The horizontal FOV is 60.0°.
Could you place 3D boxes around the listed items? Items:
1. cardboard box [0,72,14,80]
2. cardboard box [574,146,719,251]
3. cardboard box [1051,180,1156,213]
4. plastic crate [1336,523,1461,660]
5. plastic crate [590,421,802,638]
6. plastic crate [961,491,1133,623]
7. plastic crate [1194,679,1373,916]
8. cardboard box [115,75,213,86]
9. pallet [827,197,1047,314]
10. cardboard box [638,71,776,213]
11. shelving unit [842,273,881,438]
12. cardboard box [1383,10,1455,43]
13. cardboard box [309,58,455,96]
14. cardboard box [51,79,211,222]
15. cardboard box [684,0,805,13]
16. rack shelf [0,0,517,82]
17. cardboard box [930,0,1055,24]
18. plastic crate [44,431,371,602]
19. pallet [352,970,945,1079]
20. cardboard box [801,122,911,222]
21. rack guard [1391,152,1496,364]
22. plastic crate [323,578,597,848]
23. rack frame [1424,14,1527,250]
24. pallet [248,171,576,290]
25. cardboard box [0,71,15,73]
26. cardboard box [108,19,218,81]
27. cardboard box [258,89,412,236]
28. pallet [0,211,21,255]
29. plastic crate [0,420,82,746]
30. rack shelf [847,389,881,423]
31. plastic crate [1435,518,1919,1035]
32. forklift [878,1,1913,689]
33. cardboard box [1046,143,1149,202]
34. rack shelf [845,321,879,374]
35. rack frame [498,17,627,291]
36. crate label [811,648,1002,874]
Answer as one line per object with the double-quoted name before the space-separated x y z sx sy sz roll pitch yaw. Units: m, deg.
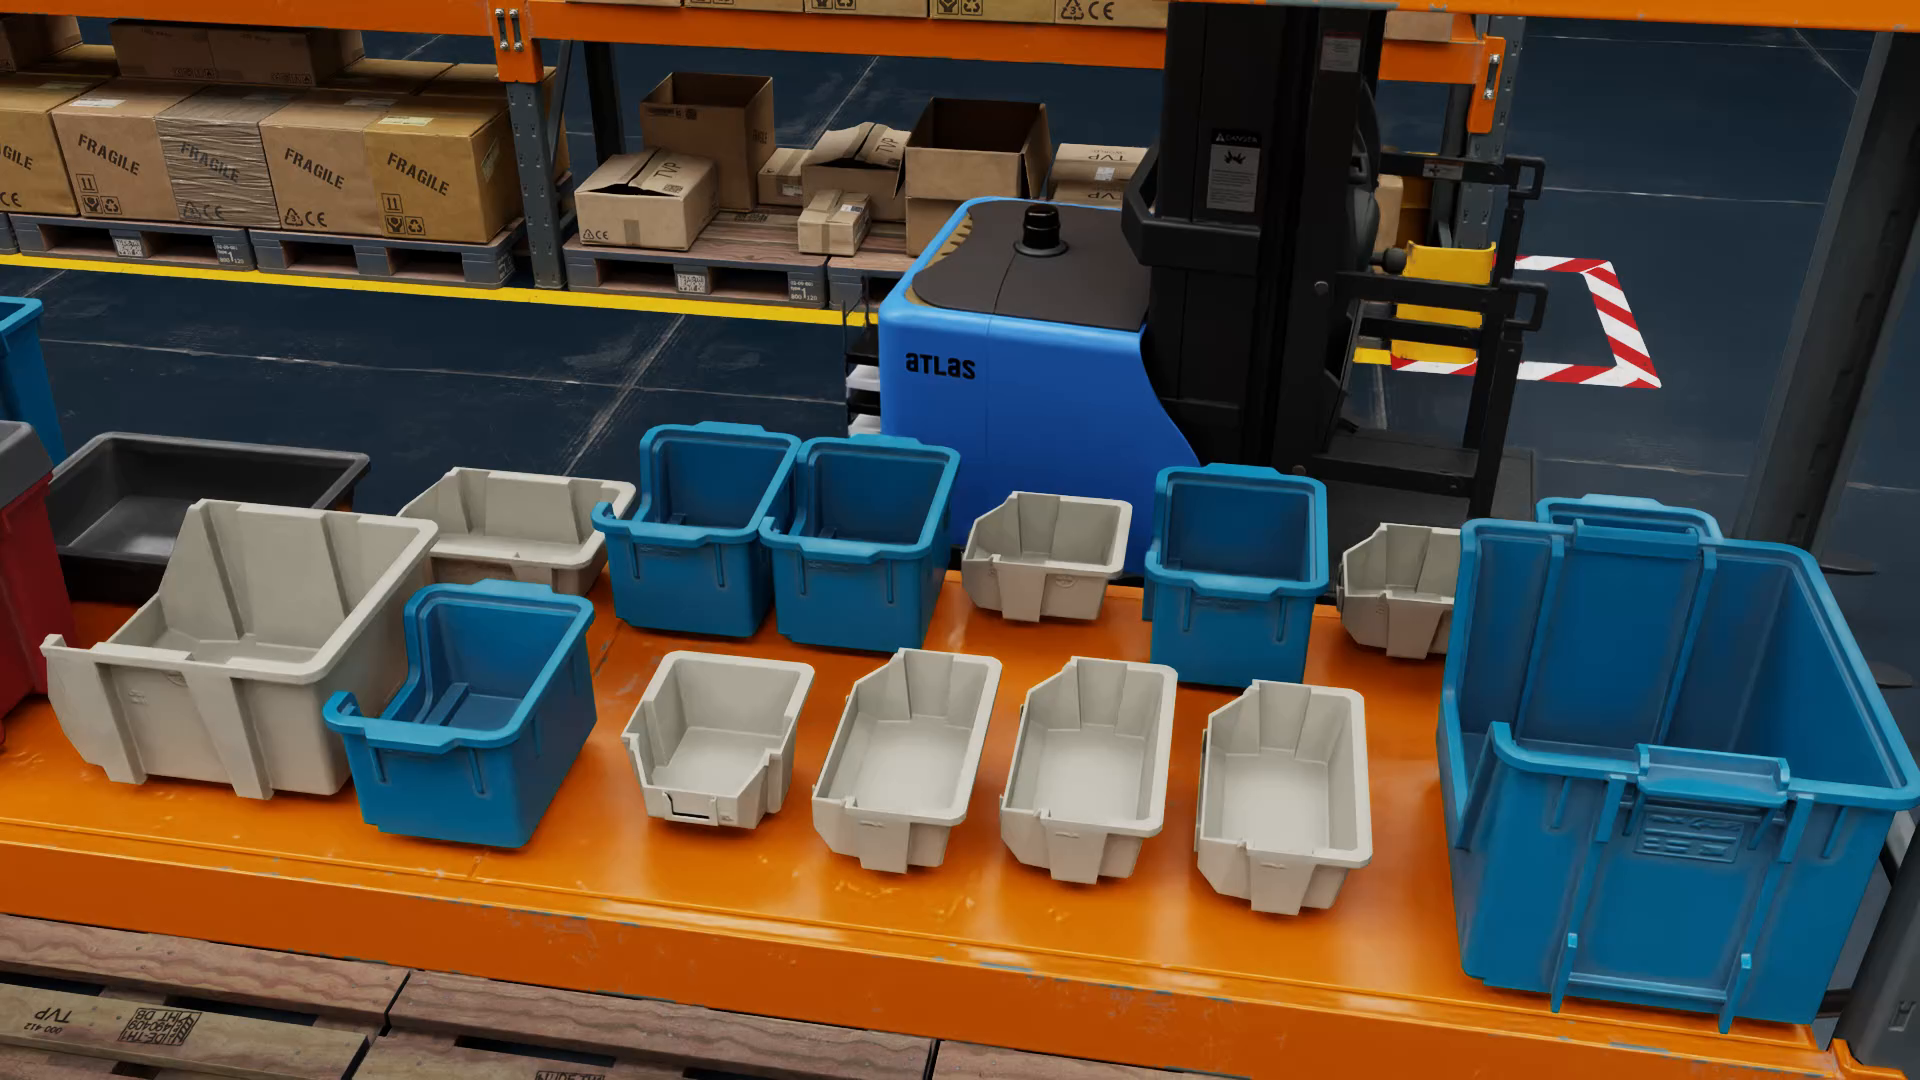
"cardboard box" -4.817 -1.919 7.930 0.500 0.500 0.500 4 32 6
"cardboard box" -1.414 -1.565 7.543 0.500 0.311 0.500 5 32 8
"cardboard box" 0.643 -1.353 7.262 0.500 0.250 0.500 5 32 8
"plastic crate" 0.824 0.098 2.958 0.298 0.136 0.250 5 32 8
"plastic crate" -0.467 -0.015 3.048 0.300 0.233 0.416 5 32 8
"plastic crate" 0.156 0.038 3.054 0.298 0.136 0.250 5 32 8
"plastic crate" 0.480 0.386 2.497 0.243 0.136 0.396 5 32 8
"cardboard box" -3.744 -2.102 8.223 0.500 0.500 0.500 4 32 6
"pallet" 0.092 -1.318 7.656 1.213 0.211 1.003 5 32 8
"cardboard box" -1.182 -1.894 7.889 0.500 0.500 0.500 5 32 8
"shelving unit" -0.240 -0.419 5.571 0.210 0.900 0.258 9 33 14
"cardboard box" 1.664 -2.252 6.427 0.500 0.500 0.500 6 33 10
"cardboard box" -2.755 -2.009 8.073 0.500 0.500 0.500 6 32 9
"cardboard box" -3.808 -1.828 7.785 0.500 0.500 0.500 4 32 7
"cardboard box" -0.829 -2.480 6.790 0.500 0.500 0.500 6 32 9
"rack shelf" -3.763 -2.543 7.663 4.000 0.370 1.077 5 32 8
"cardboard box" 0.165 -2.389 6.645 0.500 0.500 0.500 5 32 8
"plastic crate" -1.480 -0.028 3.171 0.590 0.125 0.437 5 32 8
"pallet" -0.691 1.256 3.544 1.213 0.211 1.003 5 32 8
"cardboard box" -0.443 -1.746 7.833 0.500 0.311 0.500 5 32 8
"rack guard" 2.077 -1.259 7.291 0.348 0.500 1.175 5 32 8
"plastic crate" -0.753 0.274 2.586 0.300 0.233 0.416 5 32 8
"rack frame" 2.152 -2.312 6.617 0.127 3.000 1.000 5 32 8
"pallet" -2.599 -1.540 8.011 1.213 0.211 1.003 5 32 8
"cardboard box" -4.773 -2.192 8.367 0.500 0.500 0.500 6 33 10
"cardboard box" -3.707 -2.418 8.021 0.500 0.250 0.500 5 32 7
"cardboard box" -2.812 -1.739 7.642 0.500 0.500 0.500 5 32 8
"pallet" -5.005 -1.758 8.359 1.213 0.211 1.003 5 32 8
"plastic crate" -1.790 0.079 2.679 0.583 0.464 0.402 5 32 8
"rack shelf" -0.240 -0.467 5.541 0.200 0.077 0.258 9 33 14
"plastic crate" 0.953 0.306 2.345 0.499 0.435 0.616 5 32 8
"forklift" 1.320 -1.038 4.645 3.031 2.935 1.130 9 33 14
"cardboard box" 0.678 -1.619 7.687 0.500 0.250 0.500 5 32 8
"rack shelf" -0.240 -0.620 5.446 0.200 0.077 0.258 9 33 14
"rack frame" -1.791 -2.669 7.187 0.127 3.000 1.000 5 32 8
"crate label" -0.082 0.341 2.570 0.243 0.136 0.396 5 32 8
